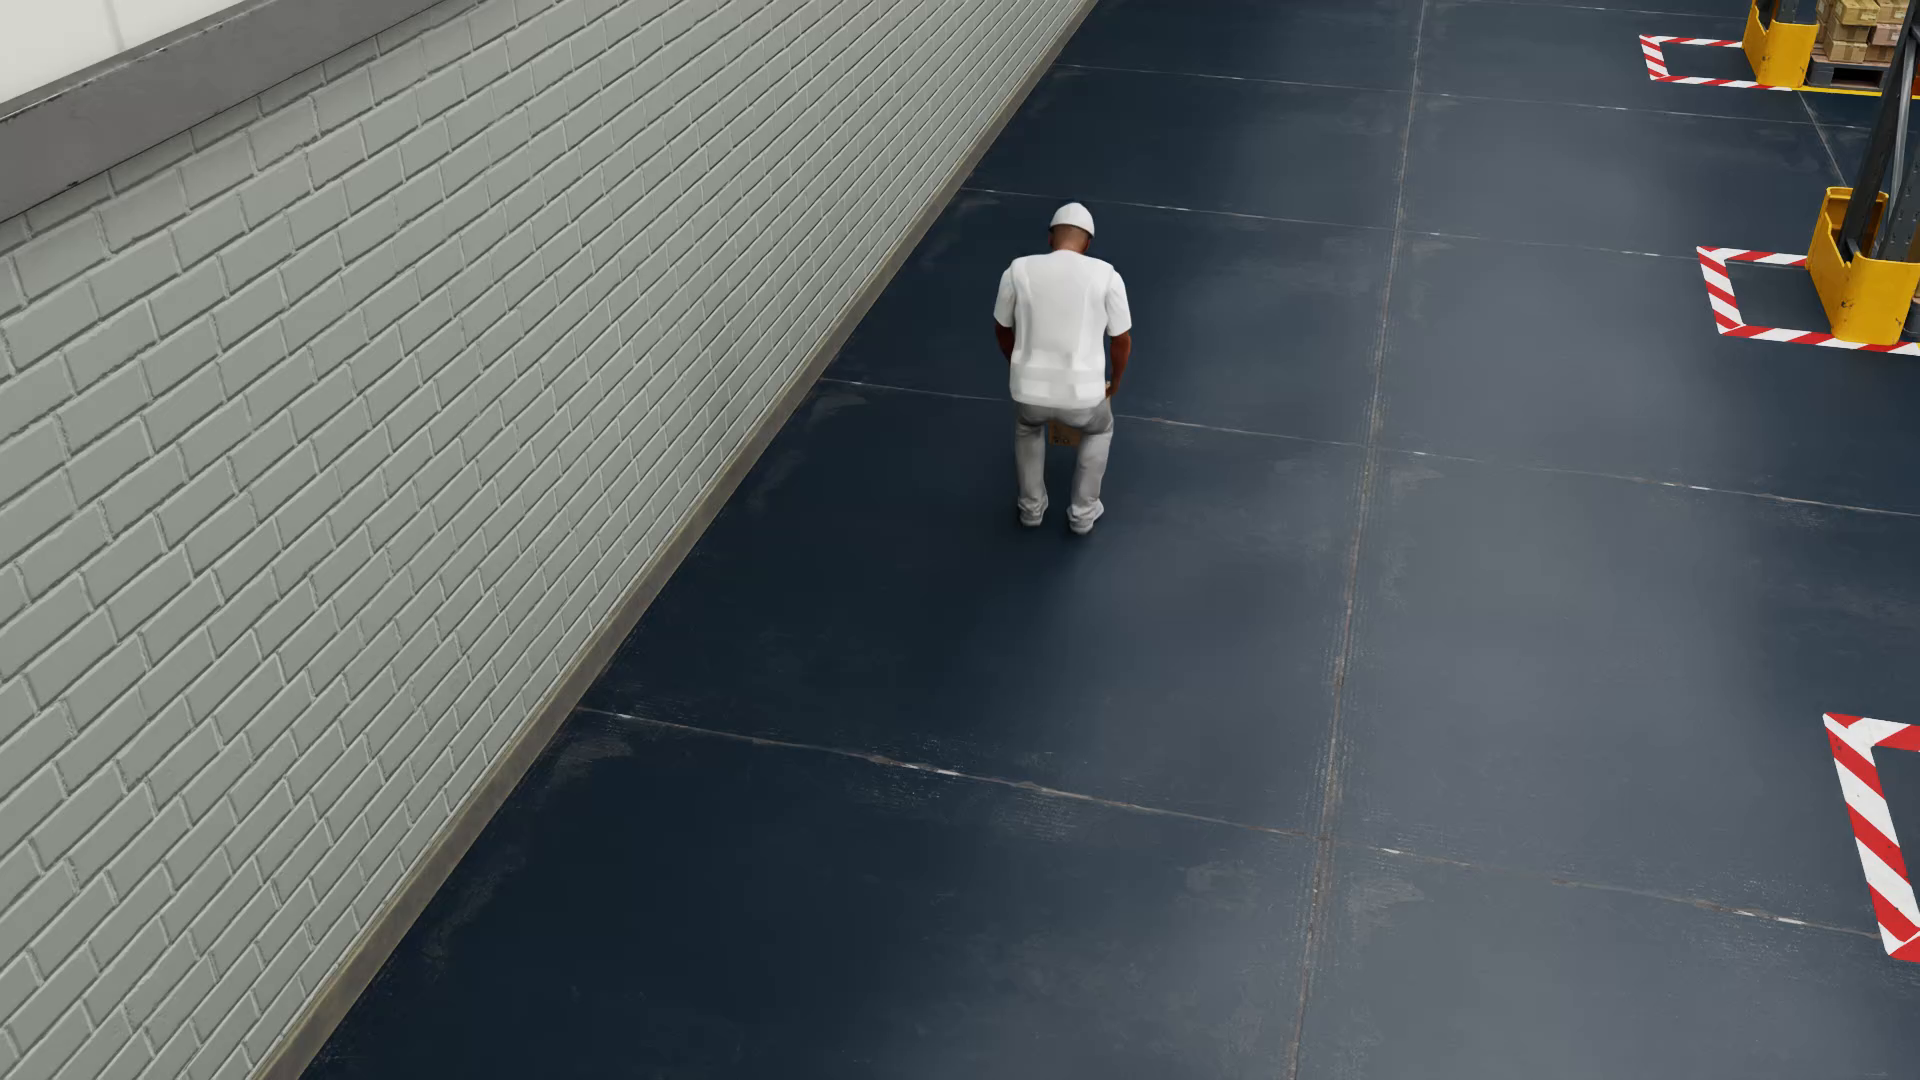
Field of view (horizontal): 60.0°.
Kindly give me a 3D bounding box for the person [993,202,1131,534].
[{"bbox_3d":[0.444,-0.754,7.577,0.630,1.462,0.721,8,34,13],"label":"person"}]
